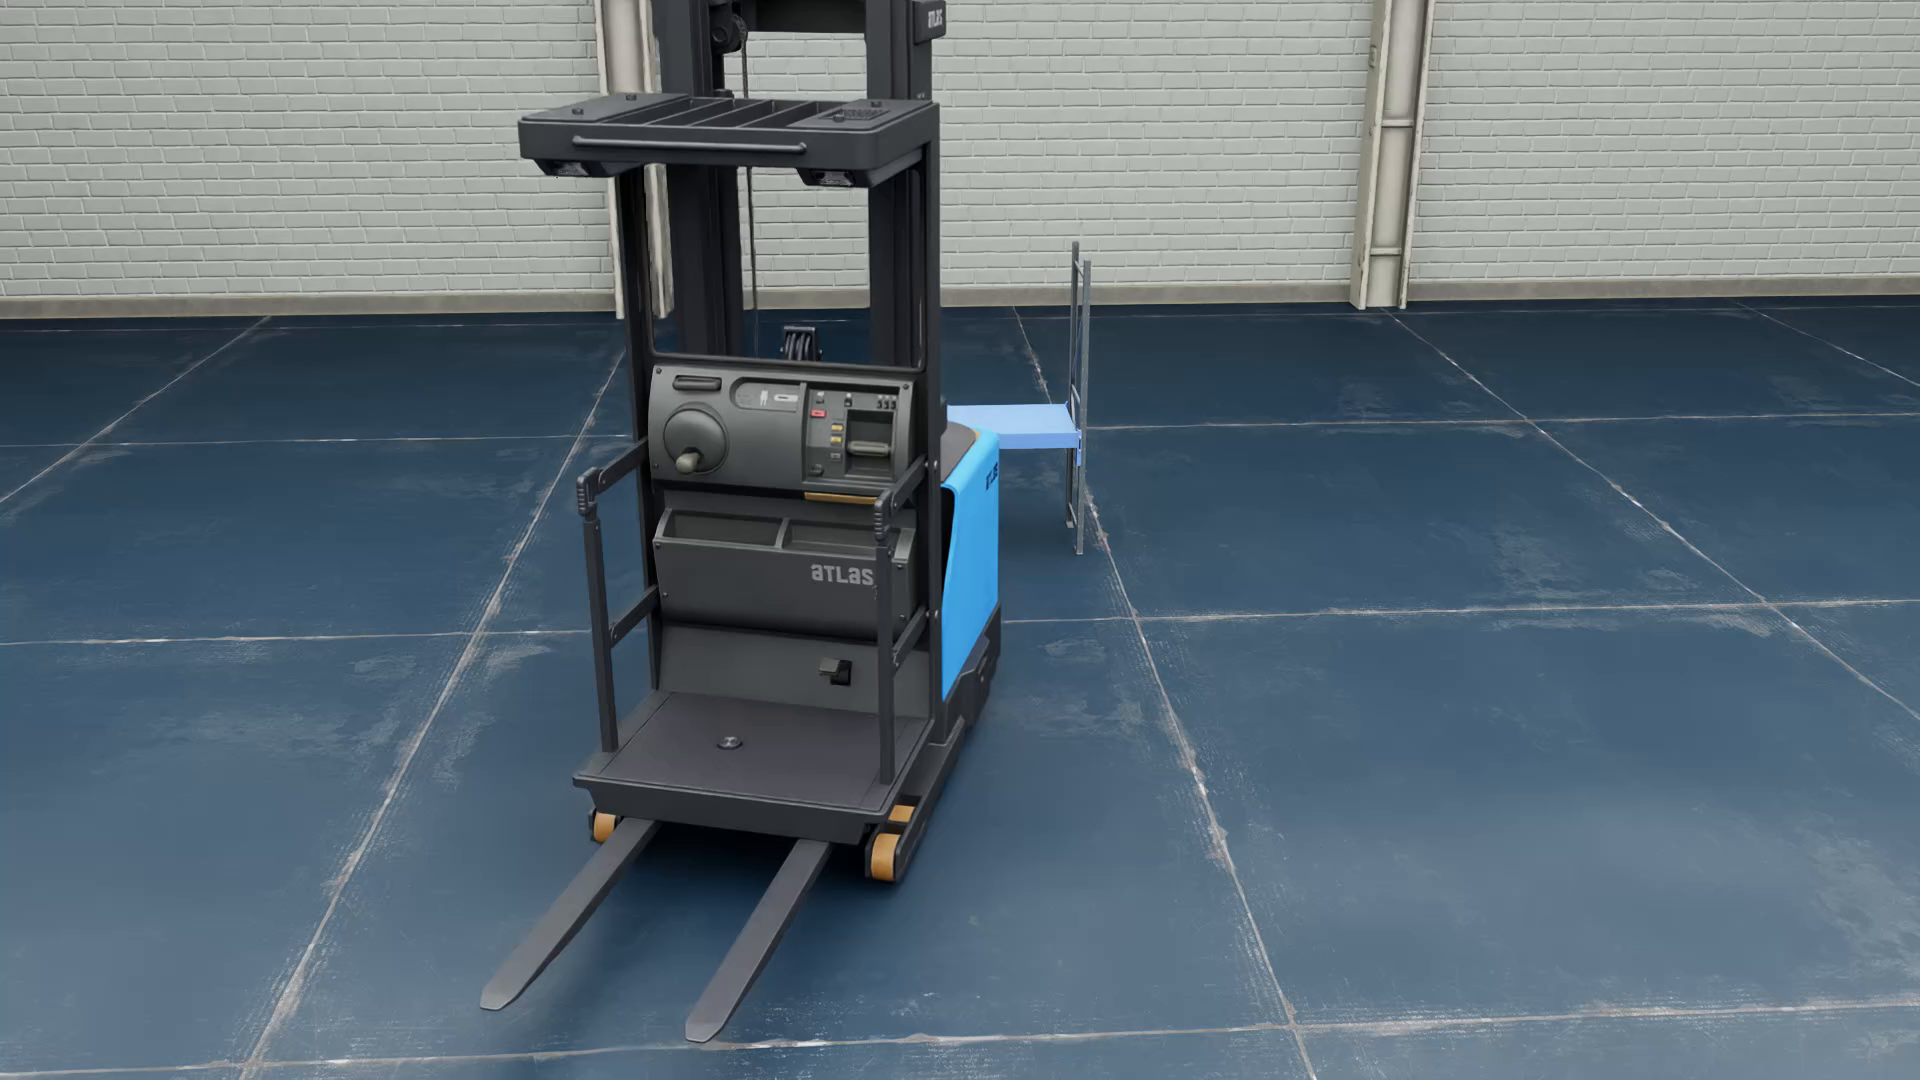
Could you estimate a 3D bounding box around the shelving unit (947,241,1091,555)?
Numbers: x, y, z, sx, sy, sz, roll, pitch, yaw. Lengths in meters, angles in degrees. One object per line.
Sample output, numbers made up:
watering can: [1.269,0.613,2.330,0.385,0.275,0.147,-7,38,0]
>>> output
shelving unit: [0.085,-0.703,8.359,1.048,1.500,0.538,-1,21,-3]

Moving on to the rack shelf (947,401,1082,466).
rack shelf: [0.085,-0.535,8.423,1.000,0.185,0.538,-1,21,-3]

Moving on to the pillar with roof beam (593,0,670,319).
pillar with roof beam: [-2.303,-4.497,7.787,0.400,9.000,9.100,-1,21,-3]

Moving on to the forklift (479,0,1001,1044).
forklift: [-0.662,-0.366,5.463,1.130,2.935,3.031,5,21,12]

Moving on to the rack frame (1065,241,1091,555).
rack frame: [0.593,-0.713,8.386,0.032,1.500,0.500,-1,21,-3]

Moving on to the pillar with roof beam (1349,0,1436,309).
pillar with roof beam: [3.687,-4.619,8.107,0.400,9.000,9.100,-1,21,-3]
